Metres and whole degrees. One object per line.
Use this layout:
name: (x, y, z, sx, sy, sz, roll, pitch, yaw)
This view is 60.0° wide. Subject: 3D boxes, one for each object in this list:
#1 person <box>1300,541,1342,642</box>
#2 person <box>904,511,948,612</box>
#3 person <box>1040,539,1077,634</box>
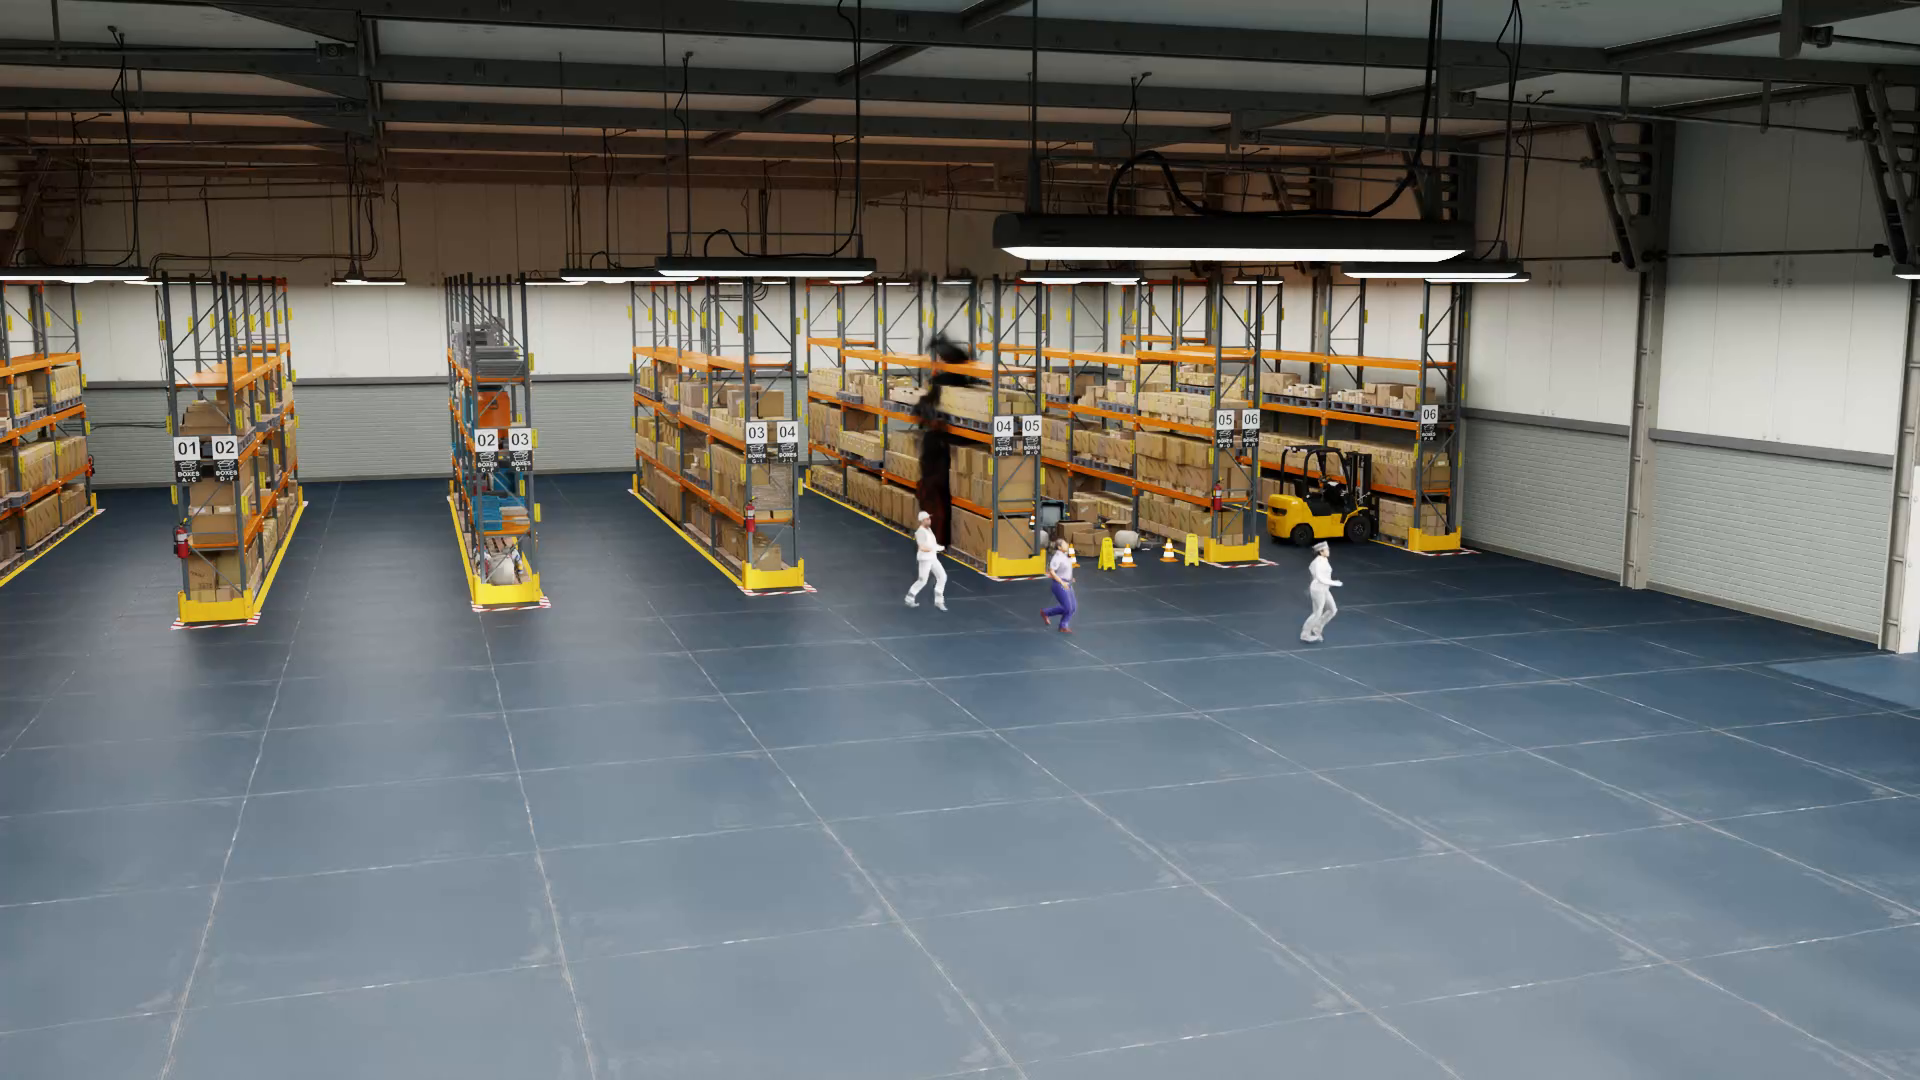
person: (5.875, 0.849, 26.963, 0.660, 1.708, 0.643, 3, 9, 20)
person: (-0.599, 0.387, 29.726, 0.792, 1.820, 0.669, 4, 9, 22)
person: (1.647, 0.771, 27.789, 0.587, 1.609, 0.597, 2, 9, 16)
